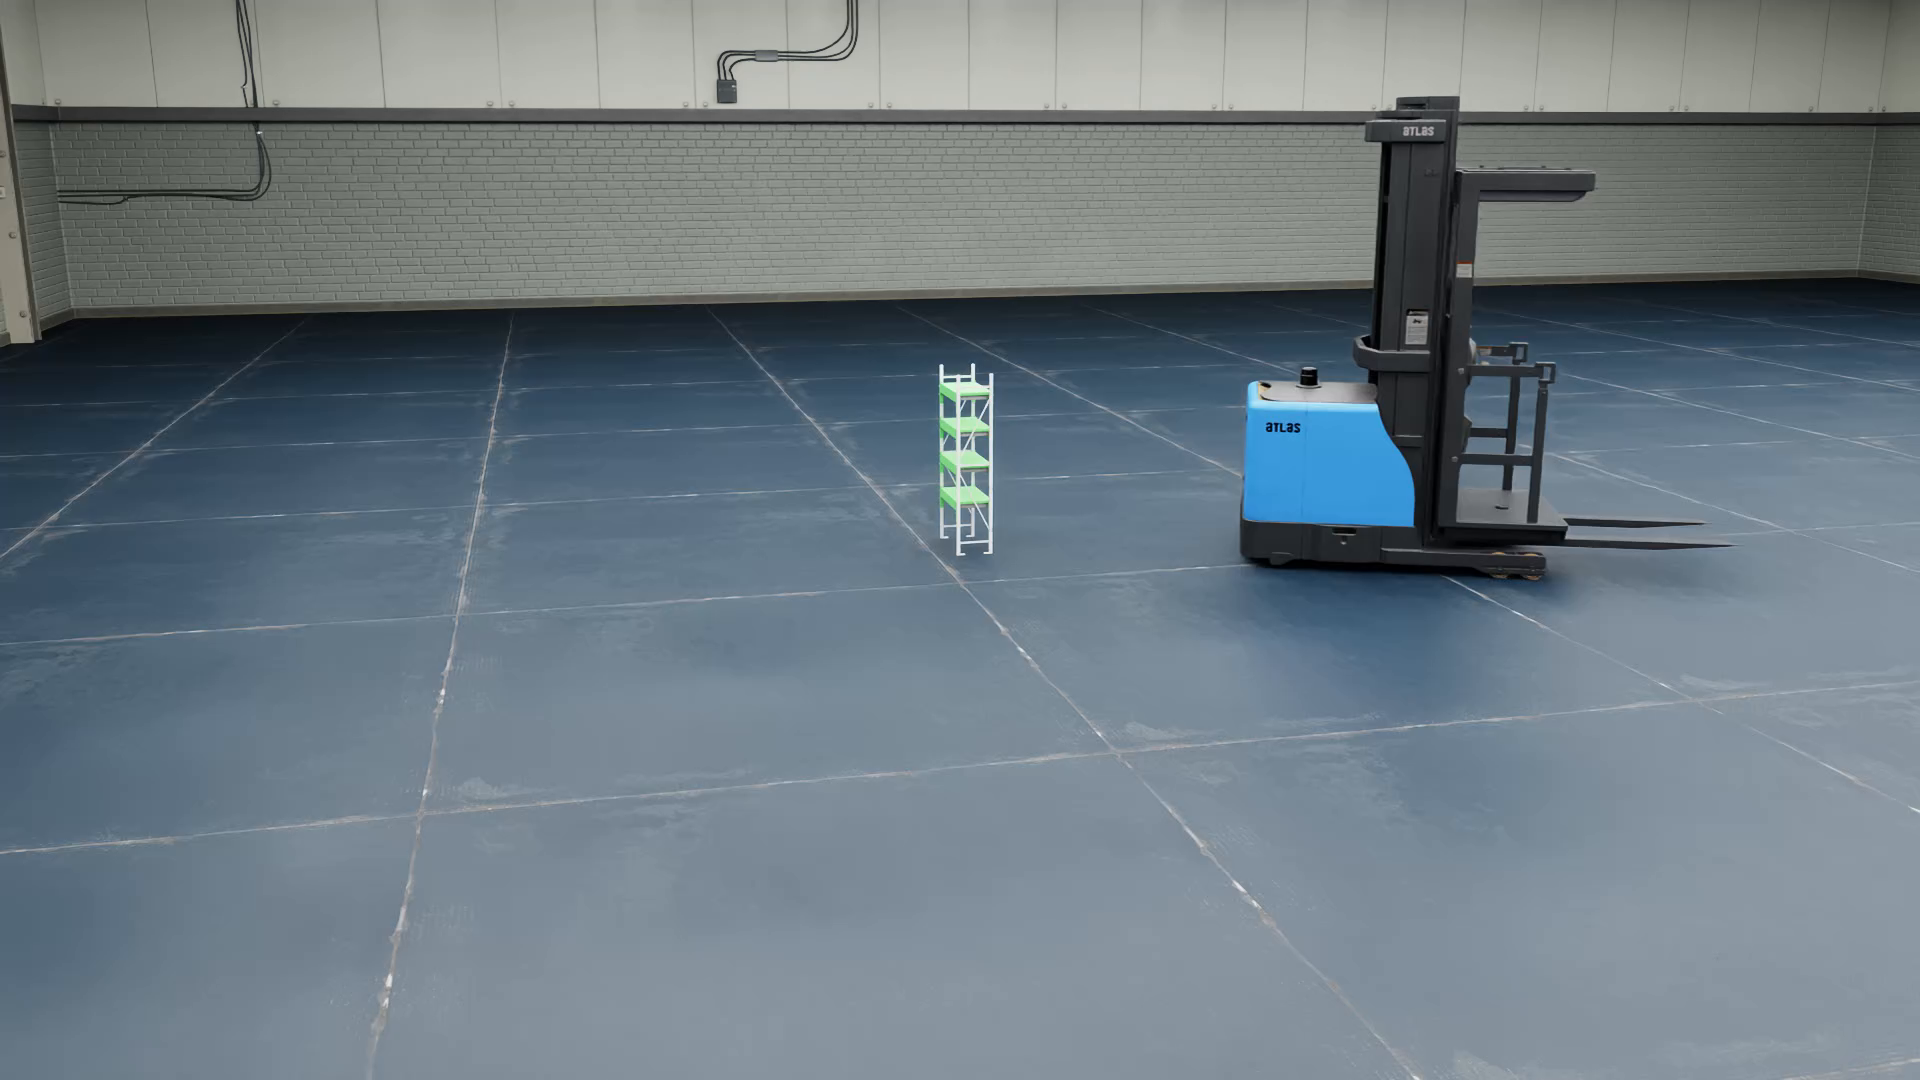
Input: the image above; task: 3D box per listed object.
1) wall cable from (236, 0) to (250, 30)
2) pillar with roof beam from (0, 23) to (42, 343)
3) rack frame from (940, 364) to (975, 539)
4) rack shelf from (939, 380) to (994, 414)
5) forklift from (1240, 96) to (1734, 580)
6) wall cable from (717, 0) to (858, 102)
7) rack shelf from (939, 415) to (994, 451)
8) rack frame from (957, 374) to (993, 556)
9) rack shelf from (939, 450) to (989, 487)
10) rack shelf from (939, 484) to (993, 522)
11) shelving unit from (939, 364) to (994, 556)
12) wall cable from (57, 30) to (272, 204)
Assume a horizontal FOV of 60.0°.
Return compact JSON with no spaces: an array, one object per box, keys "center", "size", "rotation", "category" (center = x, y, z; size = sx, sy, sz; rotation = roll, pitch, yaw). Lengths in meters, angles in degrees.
[{"center":[-9.352,-8.894,24.771],"size":[3.097,2.526,0.112],"rotation":[-3,14,-13],"category":"wall cable"},{"center":[-8.391,-7.285,22.283],"size":[9.100,9.000,0.400],"rotation":[-3,14,-13],"category":"pillar with roof beam"},{"center":[-0.018,-0.601,11.359],"size":[0.240,1.200,0.015],"rotation":[-3,14,-13],"category":"rack frame"},{"center":[0.039,-0.949,11.030],"size":[0.258,0.148,0.480],"rotation":[-3,14,-13],"category":"rack shelf"},{"center":[3.380,-1.310,10.612],"size":[3.031,2.935,1.130],"rotation":[2,14,9],"category":"forklift"},{"center":[-2.750,-9.976,26.132],"size":[2.305,6.003,0.169],"rotation":[-3,14,-13],"category":"wall cable"},{"center":[0.039,-0.716,11.087],"size":[0.258,0.148,0.480],"rotation":[-3,14,-13],"category":"rack shelf"},{"center":[0.096,-0.488,10.898],"size":[0.240,1.200,0.015],"rotation":[-3,14,-13],"category":"rack frame"},{"center":[0.039,-0.483,11.144],"size":[0.258,0.148,0.480],"rotation":[-3,14,-13],"category":"rack shelf"},{"center":[0.039,-0.249,11.200],"size":[0.258,0.148,0.480],"rotation":[-3,14,-13],"category":"rack shelf"},{"center":[0.039,-0.545,11.128],"size":[0.258,1.200,0.503],"rotation":[-3,14,-13],"category":"shelving unit"},{"center":[-11.982,-6.290,24.753],"size":[3.097,2.526,0.112],"rotation":[-3,14,-13],"category":"wall cable"}]
